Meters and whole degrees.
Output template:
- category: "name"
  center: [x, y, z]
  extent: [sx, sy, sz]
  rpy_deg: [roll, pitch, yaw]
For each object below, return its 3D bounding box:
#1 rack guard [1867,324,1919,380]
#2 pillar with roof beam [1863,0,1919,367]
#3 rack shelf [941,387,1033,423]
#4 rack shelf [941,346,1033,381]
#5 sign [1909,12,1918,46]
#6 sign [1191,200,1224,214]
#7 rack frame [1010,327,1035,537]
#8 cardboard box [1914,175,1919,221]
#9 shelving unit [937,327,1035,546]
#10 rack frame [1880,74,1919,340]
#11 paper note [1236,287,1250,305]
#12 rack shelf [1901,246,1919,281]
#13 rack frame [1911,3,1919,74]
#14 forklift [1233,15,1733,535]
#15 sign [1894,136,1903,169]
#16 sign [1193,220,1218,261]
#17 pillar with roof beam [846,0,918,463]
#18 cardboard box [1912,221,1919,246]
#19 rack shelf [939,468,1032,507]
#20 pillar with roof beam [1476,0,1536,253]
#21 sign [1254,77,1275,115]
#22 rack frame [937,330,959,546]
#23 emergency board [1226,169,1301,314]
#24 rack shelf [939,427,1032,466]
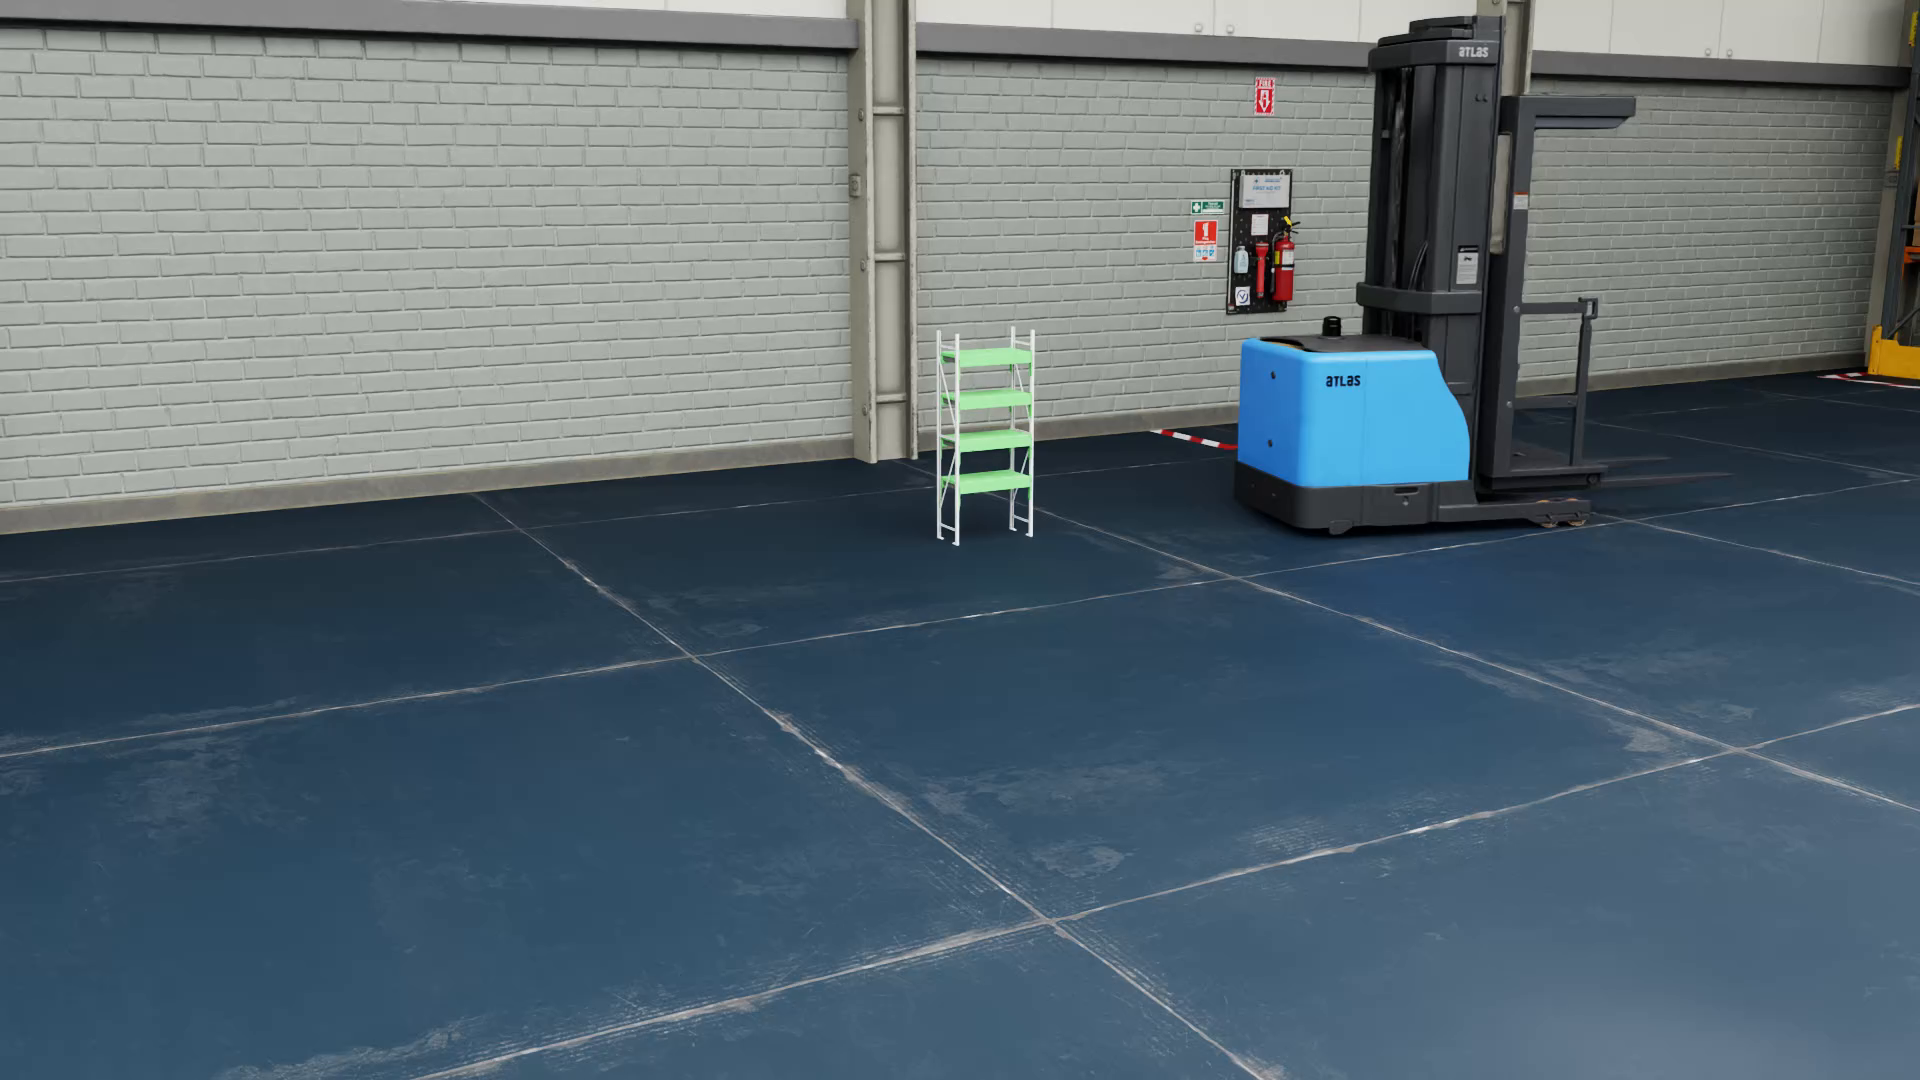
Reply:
- category: "rack guard"
  center: [9.847, -1.882, 16.835]
  extent: [0.348, 0.500, 1.175]
  rpy_deg: [-7, 14, -28]
- category: "pillar with roof beam"
  center: [12.043, -5.431, 13.247]
  extent: [0.400, 9.000, 9.100]
  rpy_deg: [-7, 14, -28]
- category: "rack shelf"
  center: [0.145, -0.775, 9.516]
  extent: [0.480, 0.148, 0.258]
  rpy_deg: [-7, 14, -28]
- category: "rack shelf"
  center: [0.145, -1.009, 9.463]
  extent: [0.480, 0.148, 0.258]
  rpy_deg: [-7, 14, -28]
- category: "sign"
  center: [9.532, -5.098, 16.583]
  extent: [0.005, 0.325, 0.100]
  rpy_deg: [-7, 14, -28]
- category: "sign"
  center: [2.000, -2.687, 13.428]
  extent: [0.331, 0.109, 0.001]
  rpy_deg: [-7, 14, -28]
- category: "rack frame"
  center: [0.359, -0.628, 9.669]
  extent: [0.015, 1.200, 0.240]
  rpy_deg: [-7, 14, -28]
- category: "cardboard box"
  center: [10.092, -3.487, 16.859]
  extent: [0.500, 0.500, 0.500]
  rpy_deg: [-7, 14, -28]
- category: "shelving unit"
  center: [0.145, -0.603, 9.555]
  extent: [0.503, 1.200, 0.258]
  rpy_deg: [-7, 14, -28]
- category: "rack frame"
  center: [9.780, -3.094, 16.525]
  extent: [0.127, 3.000, 1.000]
  rpy_deg: [-7, 14, -28]
- category: "paper note"
  center: [2.338, -2.015, 13.738]
  extent: [0.142, 0.148, 0.016]
  rpy_deg: [-7, 14, -28]
- category: "rack shelf"
  center: [11.536, -2.953, 17.538]
  extent: [4.000, 0.370, 1.077]
  rpy_deg: [-7, 14, -28]
- category: "rack frame"
  center: [9.780, -6.021, 15.866]
  extent: [0.127, 3.000, 1.000]
  rpy_deg: [-7, 14, -28]
- category: "forklift"
  center: [3.295, -1.611, 10.094]
  extent: [3.031, 2.935, 1.130]
  rpy_deg: [-3, 13, -14]
- category: "sign"
  center: [9.532, -3.922, 16.847]
  extent: [0.005, 0.325, 0.100]
  rpy_deg: [-7, 14, -28]
- category: "sign"
  center: [1.992, -2.429, 13.491]
  extent: [0.234, 0.329, 0.001]
  rpy_deg: [-7, 14, -28]
- category: "pillar with roof beam"
  center: [1.510, -4.169, 7.638]
  extent: [0.400, 9.000, 9.100]
  rpy_deg: [-7, 14, -28]
- category: "cardboard box"
  center: [10.098, -3.117, 16.923]
  extent: [0.500, 0.250, 0.500]
  rpy_deg: [-7, 14, -27]
- category: "rack shelf"
  center: [0.145, -0.306, 9.622]
  extent: [0.480, 0.148, 0.258]
  rpy_deg: [-7, 14, -28]
- category: "pillar with roof beam"
  center: [6.777, -4.800, 10.443]
  extent: [0.400, 9.000, 9.100]
  rpy_deg: [-7, 14, -28]
- category: "sign"
  center: [2.472, -3.600, 13.492]
  extent: [0.199, 0.298, 0.001]
  rpy_deg: [-7, 14, -28]
- category: "rack frame"
  center: [-0.069, -0.577, 9.441]
  extent: [0.015, 1.200, 0.240]
  rpy_deg: [-7, 14, -28]
- category: "emergency board"
  center: [2.527, -2.450, 13.665]
  extent: [0.643, 1.169, 0.194]
  rpy_deg: [-7, 14, -28]
- category: "rack shelf"
  center: [0.145, -0.540, 9.569]
  extent: [0.480, 0.148, 0.258]
  rpy_deg: [-7, 14, -28]
